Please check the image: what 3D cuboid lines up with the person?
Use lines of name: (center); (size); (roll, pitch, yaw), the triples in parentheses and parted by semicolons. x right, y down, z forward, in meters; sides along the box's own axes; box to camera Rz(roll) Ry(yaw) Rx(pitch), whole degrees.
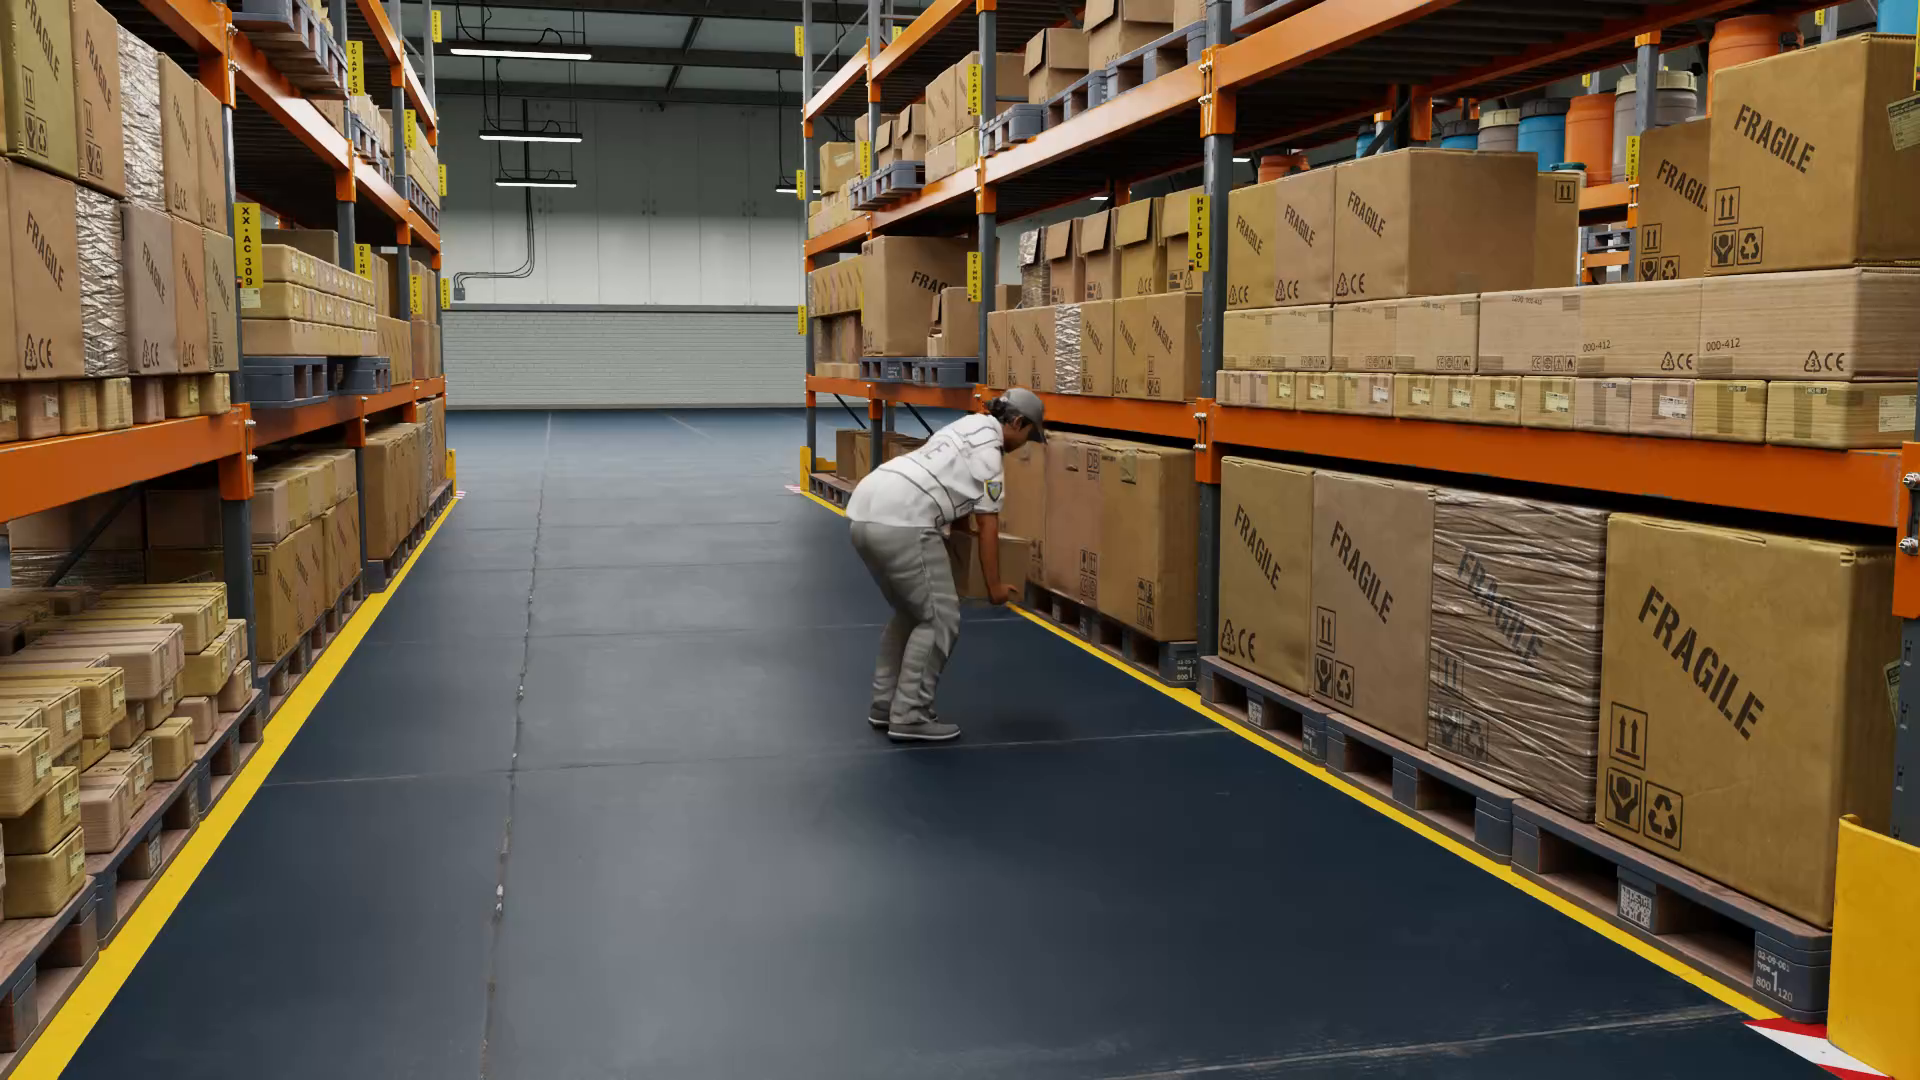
person: (-0.032, 0.083, 6.717); (0.848, 1.390, 0.457); (-2, 7, -22)
